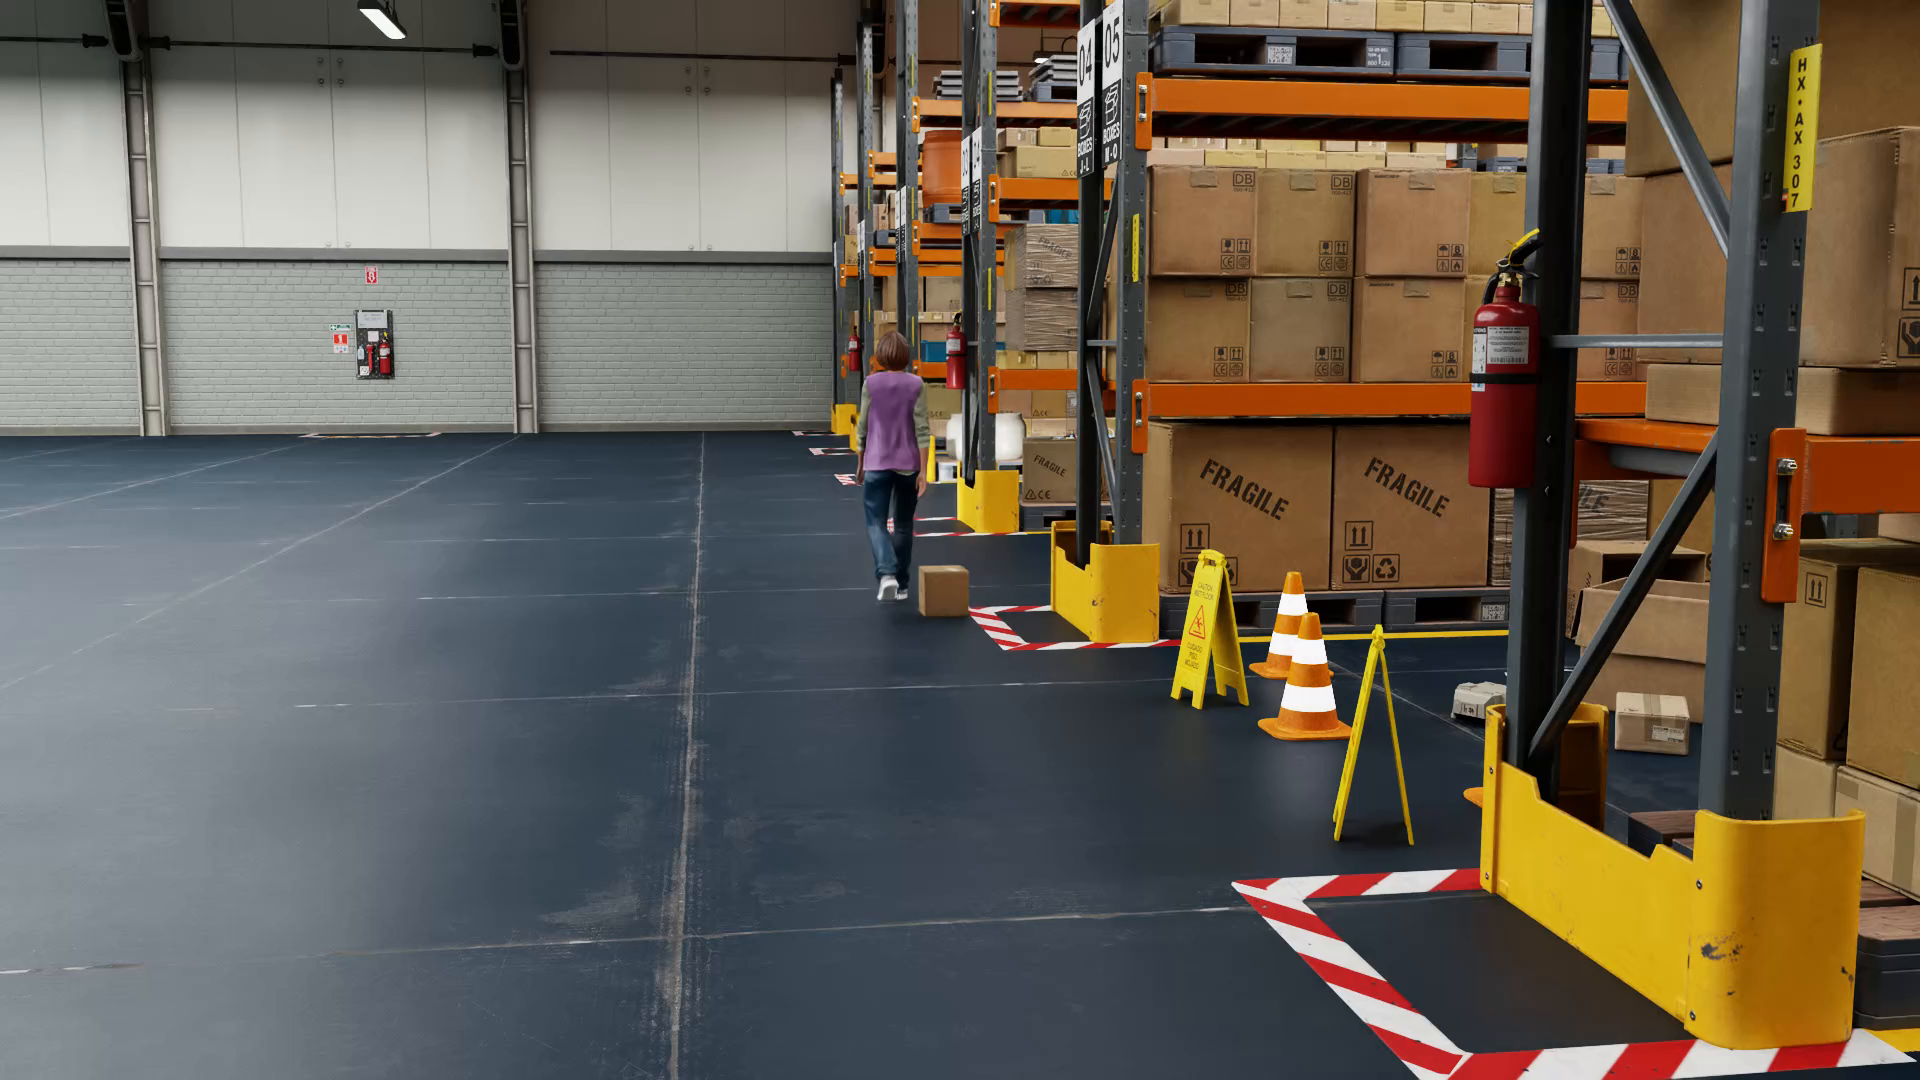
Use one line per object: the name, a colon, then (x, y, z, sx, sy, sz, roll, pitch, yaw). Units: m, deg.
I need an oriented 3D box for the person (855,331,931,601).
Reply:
person: (-0.378, -0.402, 9.390, 0.413, 1.548, 0.881, -1, 7, -9)
